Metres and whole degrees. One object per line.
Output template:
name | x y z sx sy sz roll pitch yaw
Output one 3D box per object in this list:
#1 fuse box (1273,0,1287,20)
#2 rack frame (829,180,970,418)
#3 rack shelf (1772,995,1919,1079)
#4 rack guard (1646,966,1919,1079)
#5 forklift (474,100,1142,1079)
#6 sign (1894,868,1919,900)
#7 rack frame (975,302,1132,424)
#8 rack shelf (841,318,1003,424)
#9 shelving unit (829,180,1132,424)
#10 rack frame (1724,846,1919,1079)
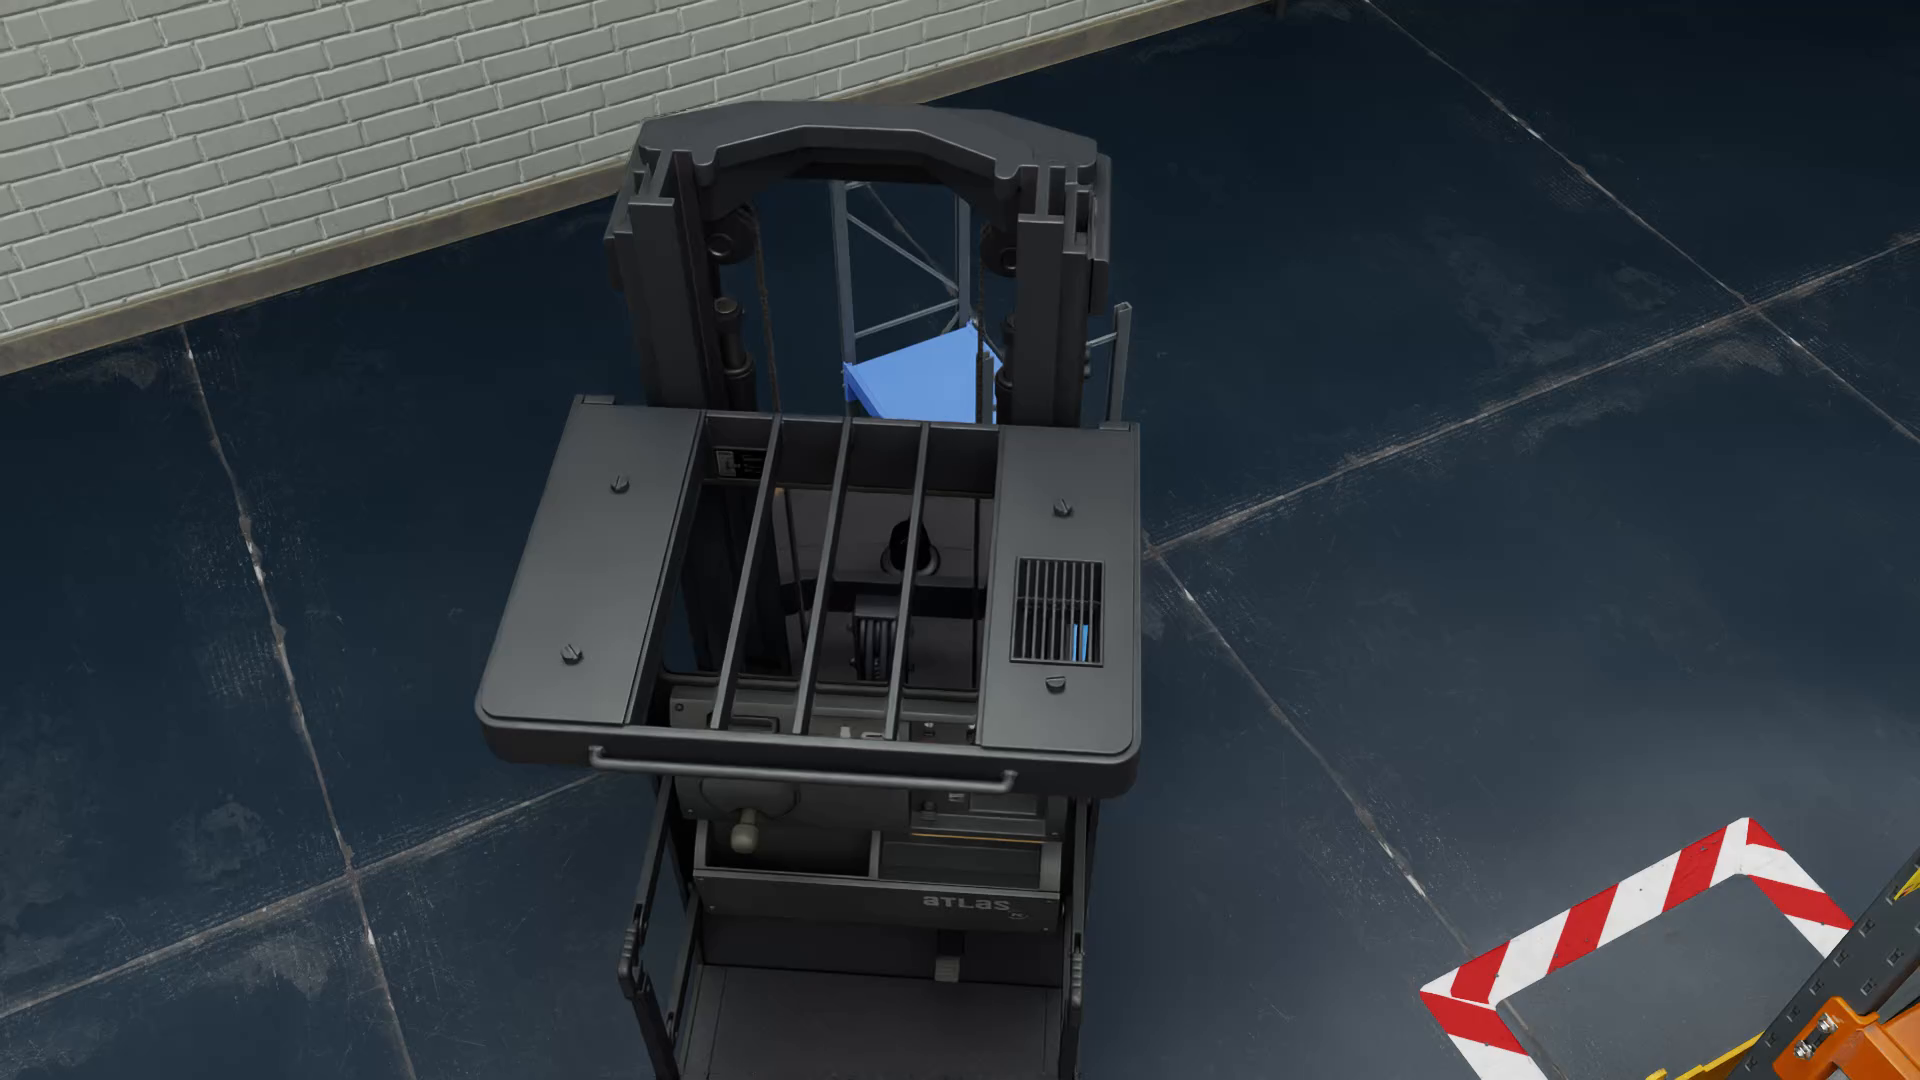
fuse box | 1.690 -3.268 7.971 0.539 1.711 0.414 -21 52 -18
rack frame | -0.194 -0.787 5.942 0.500 1.500 0.032 -21 52 -18
rack shelf | 3.272 2.275 2.745 1.077 0.370 4.000 -21 52 -18
rack guard | 2.346 1.507 4.600 1.175 0.500 0.348 -21 52 -18
forklift | -0.221 0.656 3.729 1.130 2.935 3.031 3 49 3
sign | 1.860 0.576 3.126 0.100 0.325 0.005 -21 52 -18
rack frame | 0.274 -0.108 5.348 0.500 1.500 0.032 -21 52 -18
rack shelf | 0.040 -0.329 5.781 0.538 0.185 1.000 -21 52 -18
shelving unit | 0.040 -0.448 5.645 0.538 1.500 1.048 -21 52 -18
rack frame | 2.356 0.700 3.645 1.000 3.000 0.127 -21 52 -18
